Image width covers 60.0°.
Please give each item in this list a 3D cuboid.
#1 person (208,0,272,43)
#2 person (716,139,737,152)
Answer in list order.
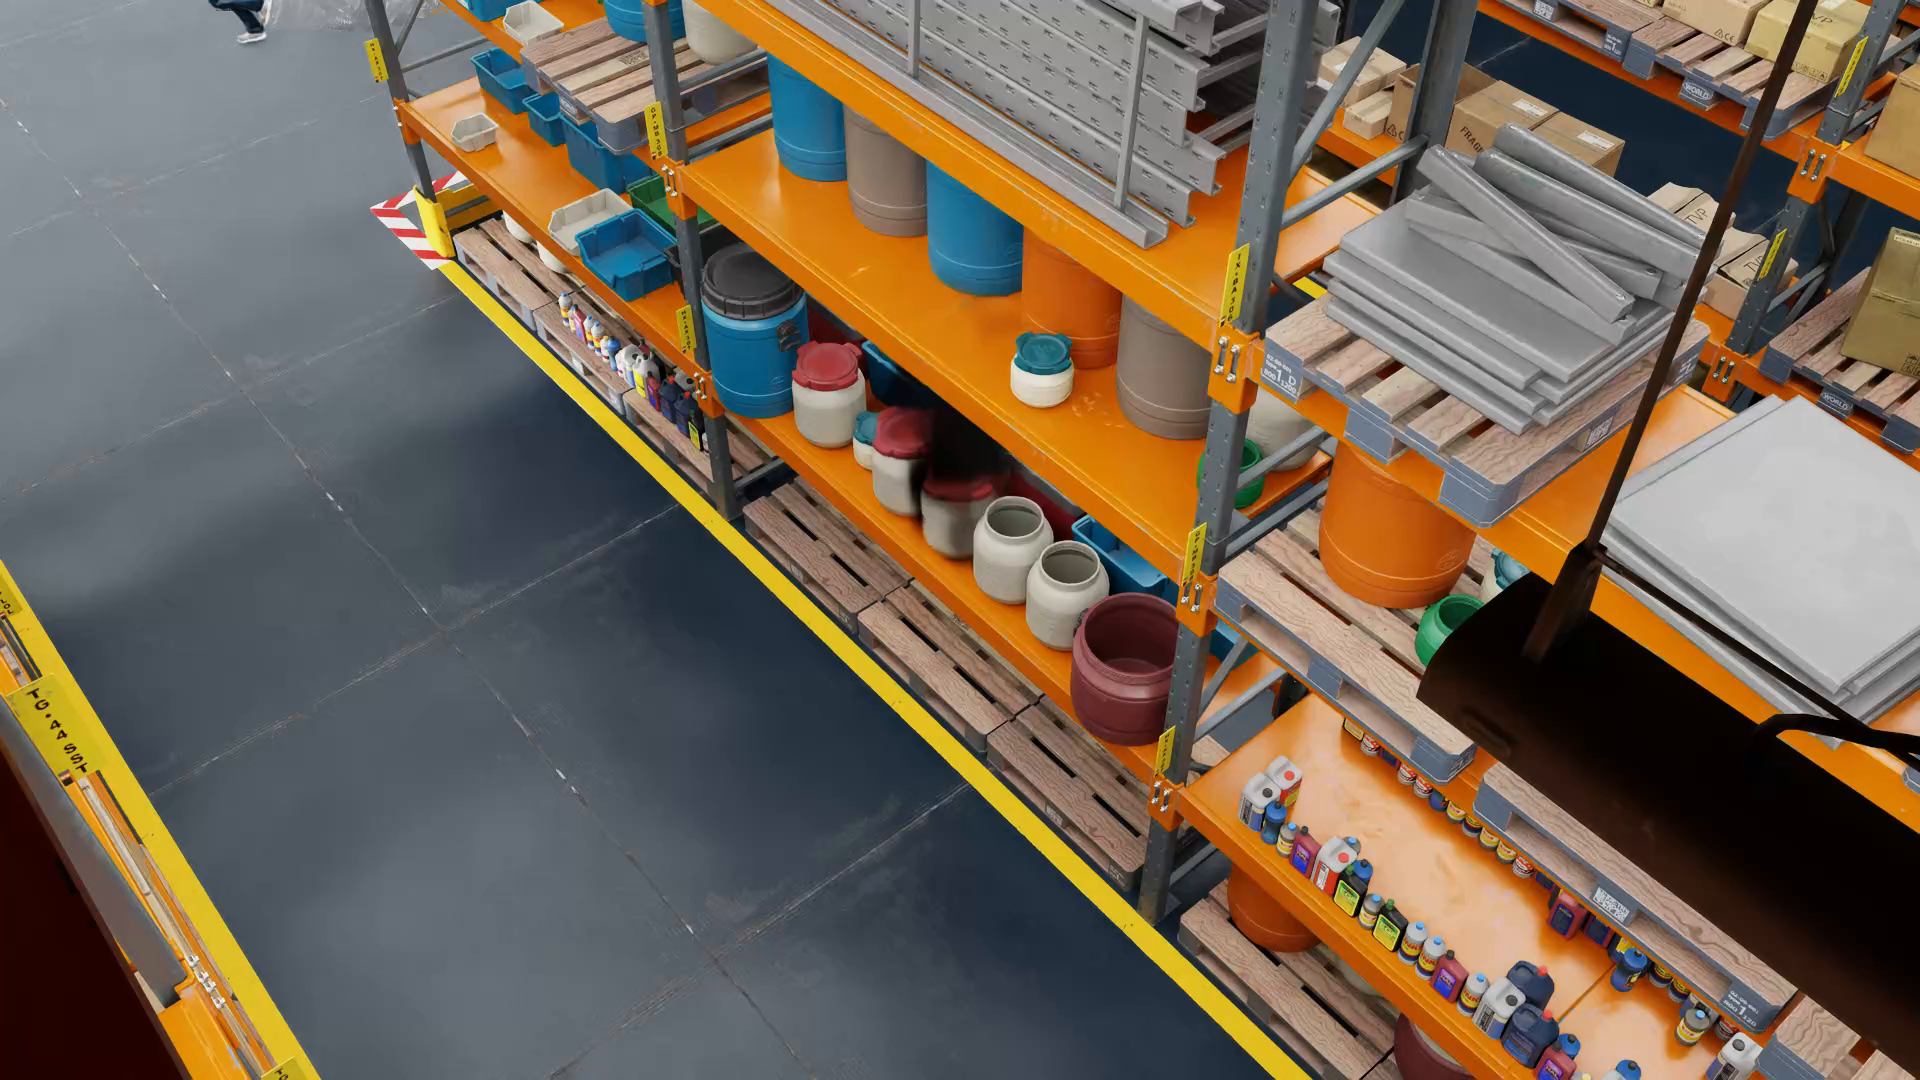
[{"bbox_3d":[-6.551,-5.130,14.794,0.608,1.564,0.561,-7,47,-6],"label":"person"},{"bbox_3d":[-1.842,-3.358,13.048,0.755,1.715,0.562,29,53,25],"label":"person"}]
